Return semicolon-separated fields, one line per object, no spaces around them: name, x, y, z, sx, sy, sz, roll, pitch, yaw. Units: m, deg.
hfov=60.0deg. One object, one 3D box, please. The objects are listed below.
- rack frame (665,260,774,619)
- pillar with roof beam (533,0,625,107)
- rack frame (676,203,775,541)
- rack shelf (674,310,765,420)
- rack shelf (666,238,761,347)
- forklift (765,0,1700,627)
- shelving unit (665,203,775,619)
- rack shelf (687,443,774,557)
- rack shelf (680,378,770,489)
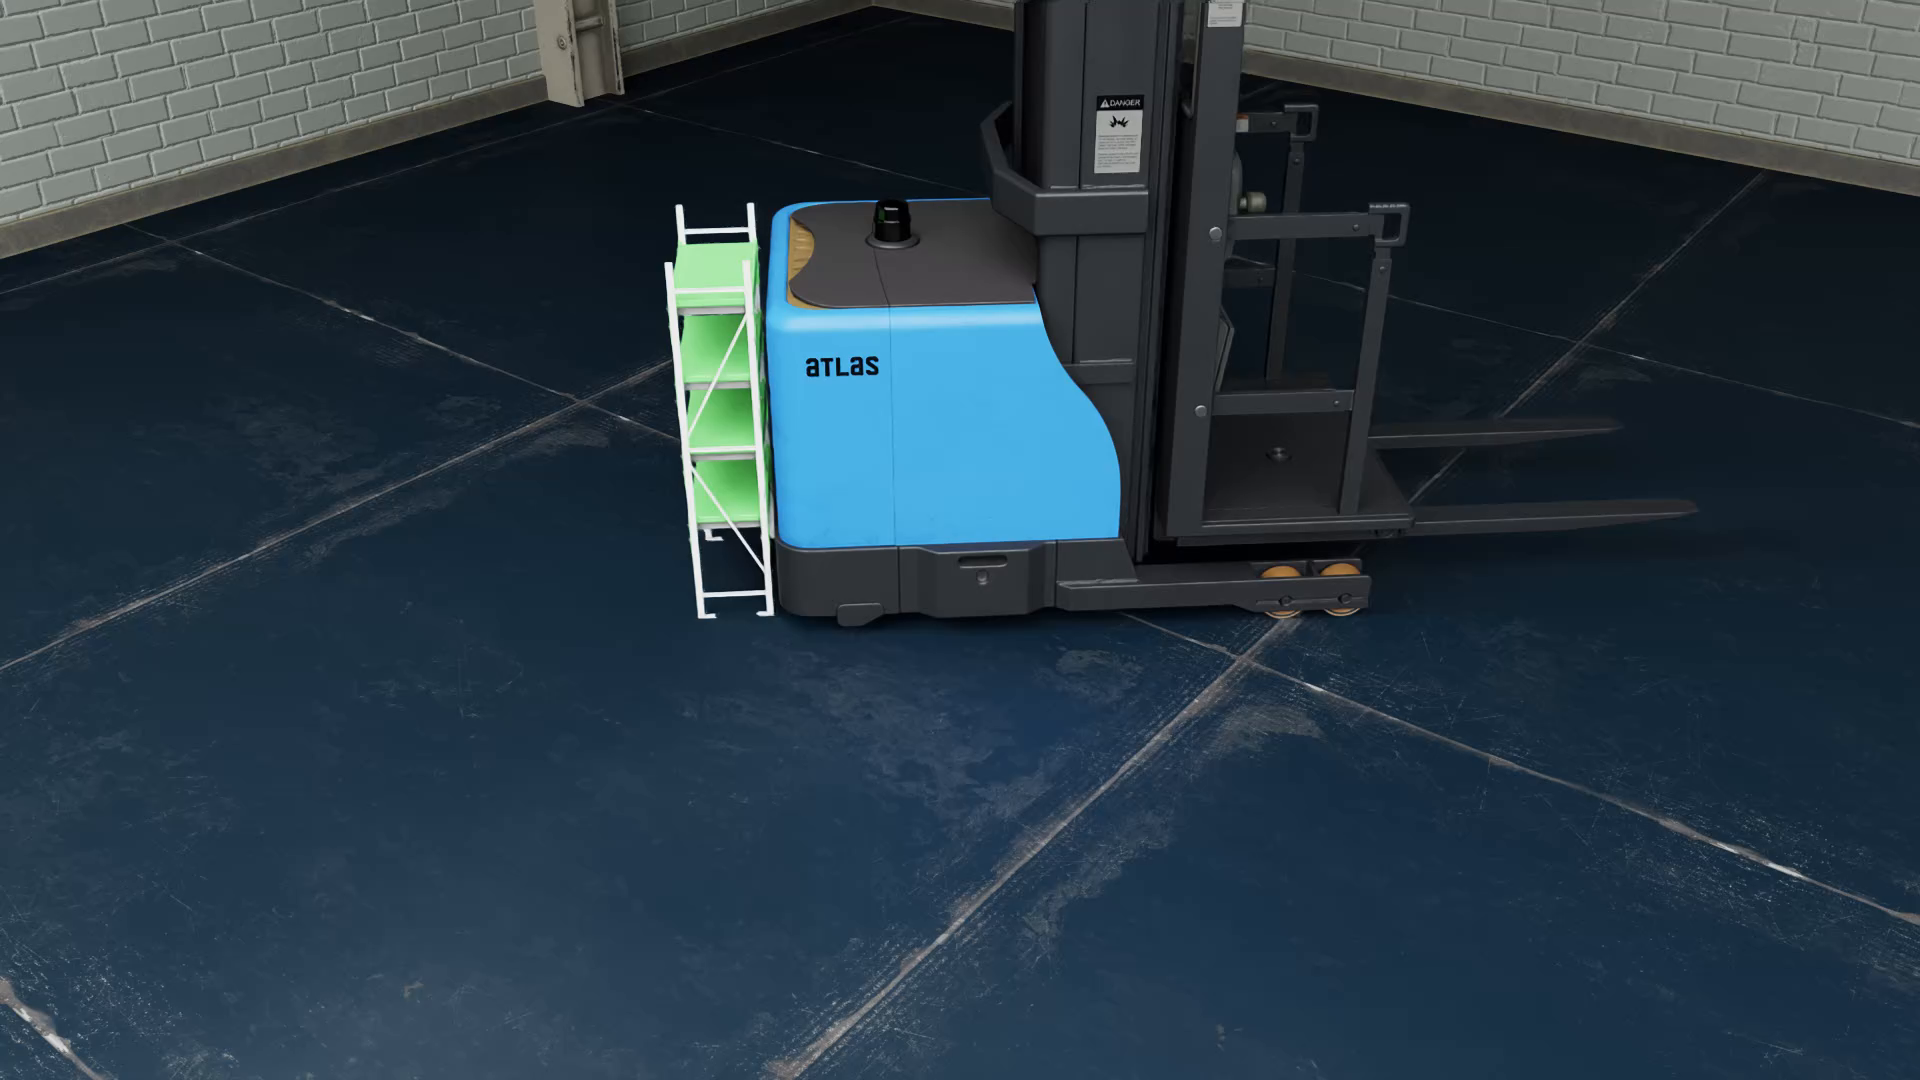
rack frame;-0.718;-0.273;5.034;0.240;1.200;0.015;-2;31;-4
pillar with roof beam;1.075;-5.342;5.937;9.100;9.000;0.400;21;37;31
rack frame;-0.759;-0.521;5.452;0.240;1.200;0.015;-2;31;-4
rack shelf;-0.738;-0.548;5.153;0.258;0.148;0.480;-2;31;-4
rack shelf;-0.738;-0.755;5.031;0.258;0.148;0.480;-2;31;-4
forklift;0.905;-1.278;5.031;3.031;2.935;1.130;-2;31;-4
shelving unit;-0.738;-0.397;5.243;0.258;1.200;0.503;-2;31;-4
rack shelf;-0.738;-0.136;5.398;0.258;0.148;0.480;-2;31;-4
rack shelf;-0.738;-0.342;5.276;0.258;0.148;0.480;-2;31;-4
